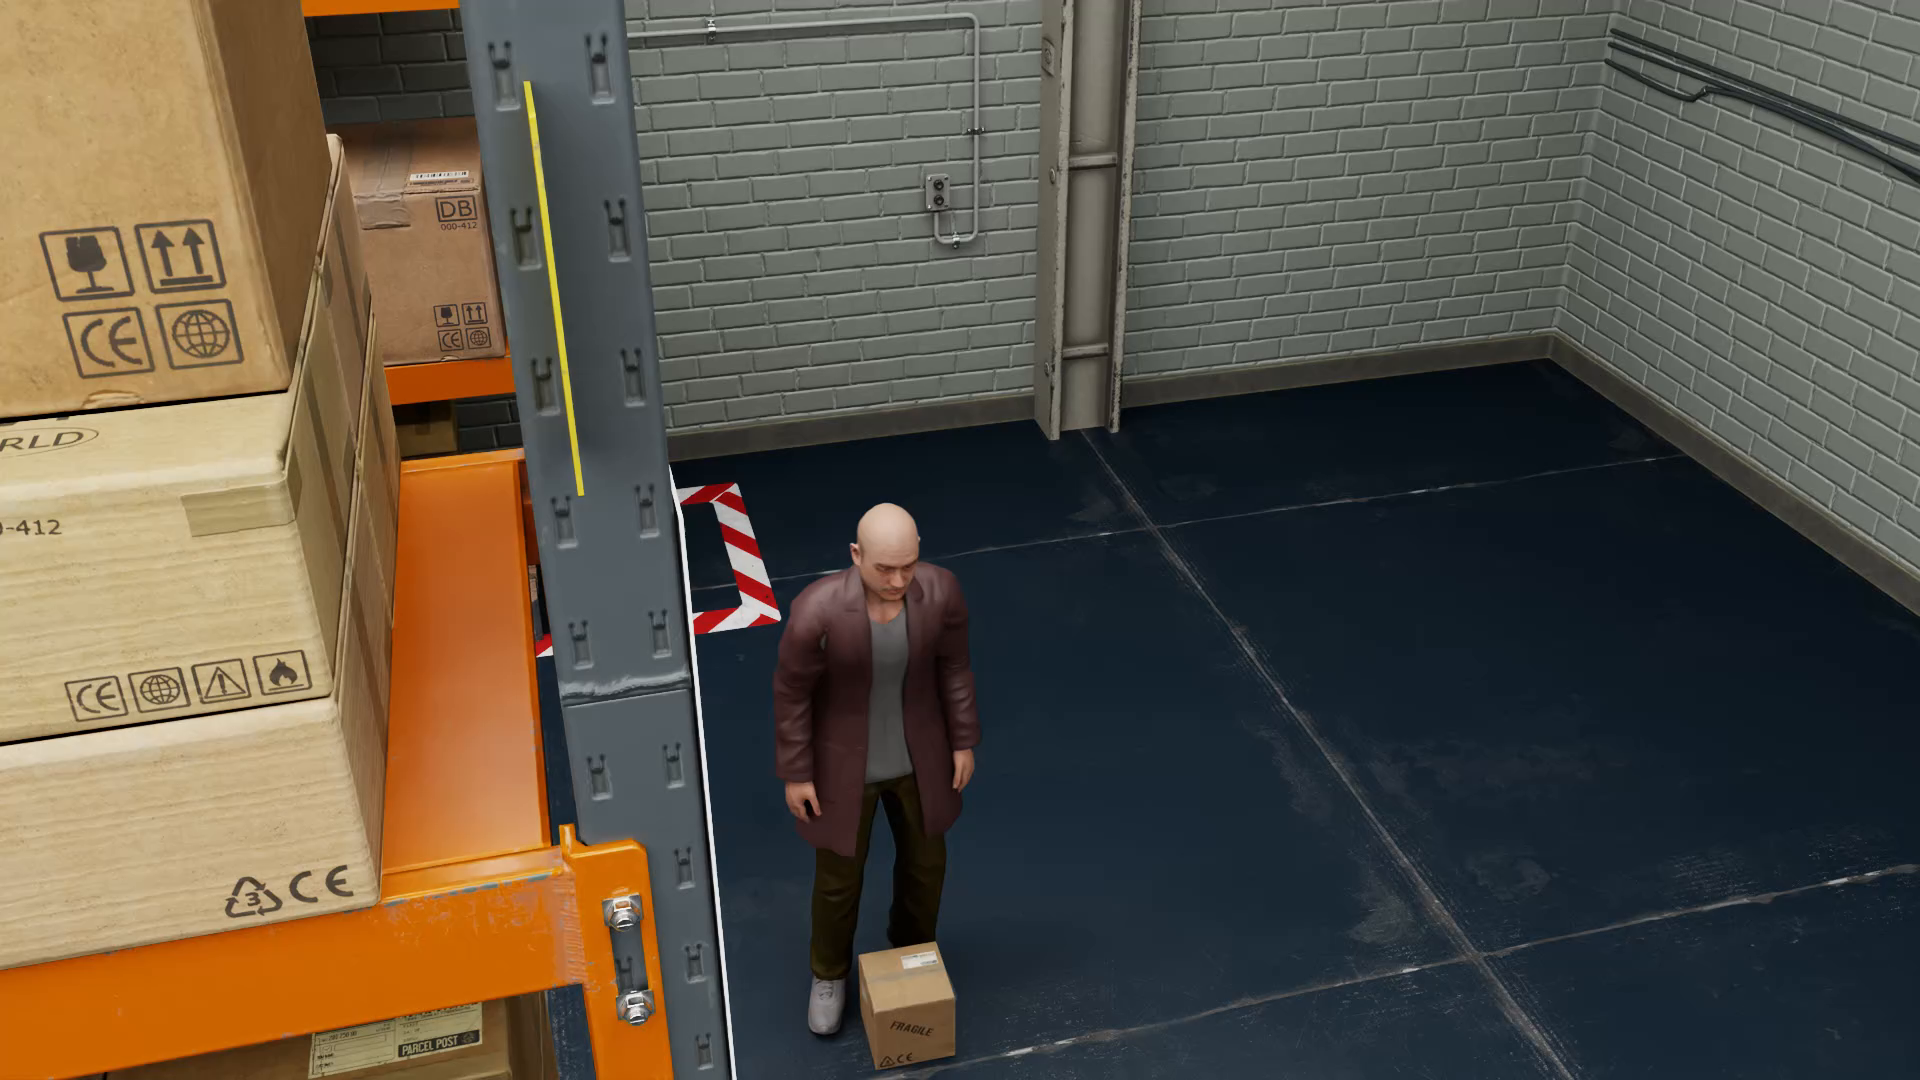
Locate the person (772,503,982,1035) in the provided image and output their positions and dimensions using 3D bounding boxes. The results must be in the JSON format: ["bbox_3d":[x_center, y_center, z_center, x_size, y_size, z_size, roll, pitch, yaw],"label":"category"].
[{"bbox_3d":[-0.237,0.743,5.035,0.642,1.590,0.428,-9,31,-15],"label":"person"}]
